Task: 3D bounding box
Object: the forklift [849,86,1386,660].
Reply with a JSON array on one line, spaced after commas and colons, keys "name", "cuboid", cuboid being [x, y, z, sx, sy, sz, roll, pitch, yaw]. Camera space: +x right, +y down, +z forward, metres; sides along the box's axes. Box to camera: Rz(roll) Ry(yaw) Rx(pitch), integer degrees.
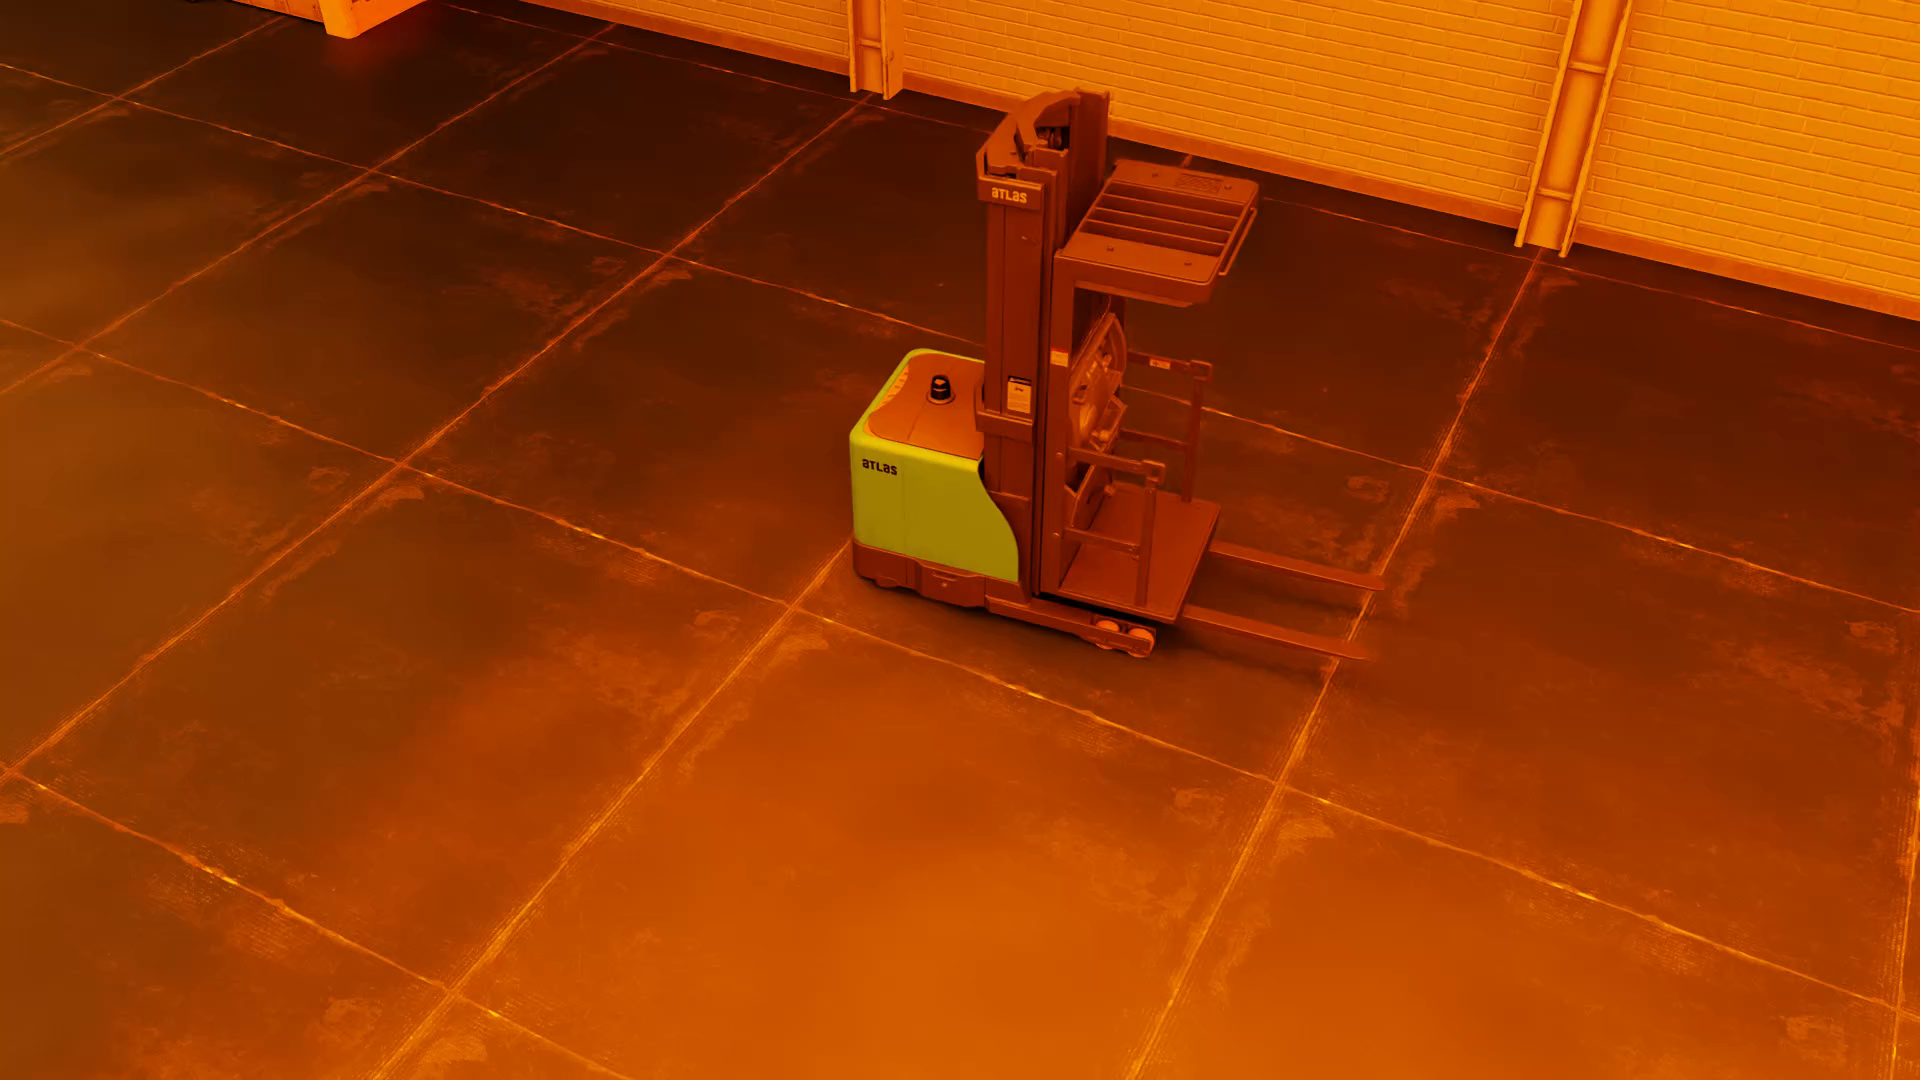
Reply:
[{"name": "forklift", "cuboid": [0.933, -0.842, 8.987, 3.031, 2.935, 1.130, 14, 42, 16]}]
